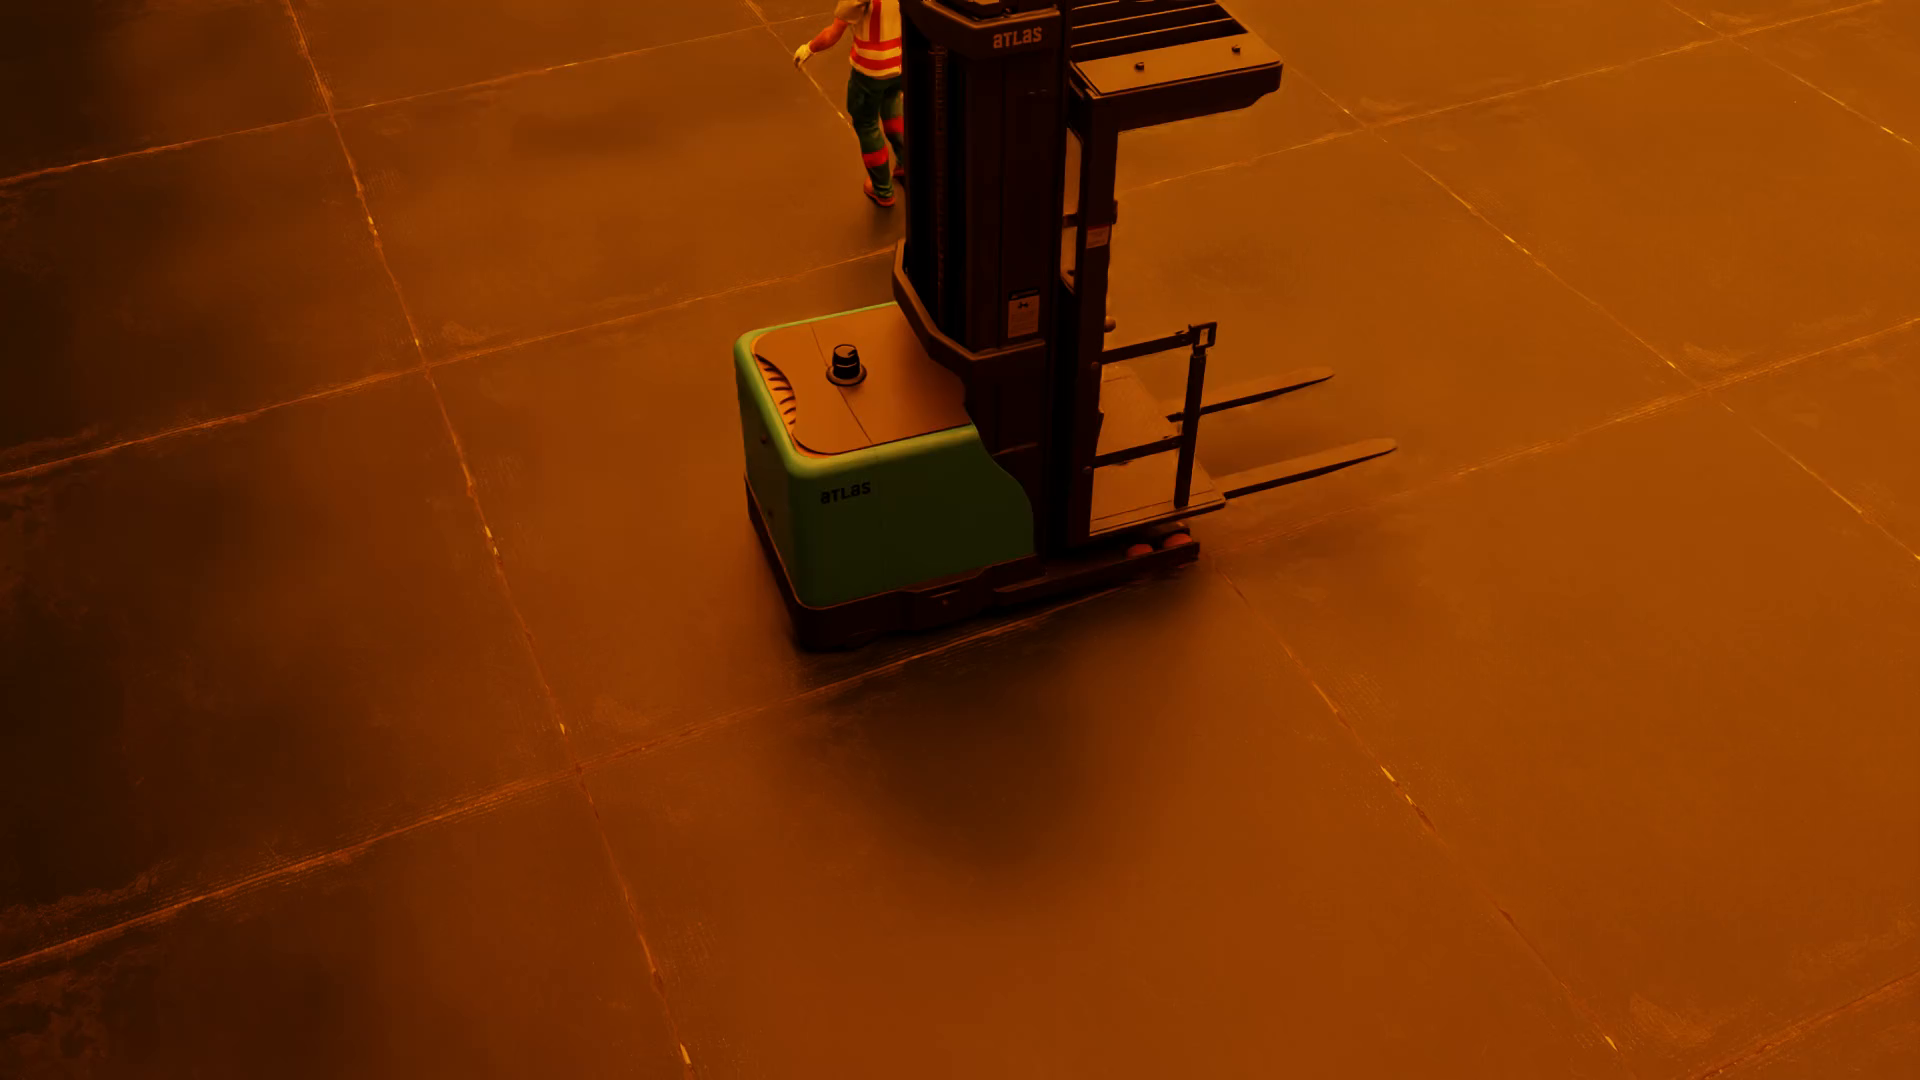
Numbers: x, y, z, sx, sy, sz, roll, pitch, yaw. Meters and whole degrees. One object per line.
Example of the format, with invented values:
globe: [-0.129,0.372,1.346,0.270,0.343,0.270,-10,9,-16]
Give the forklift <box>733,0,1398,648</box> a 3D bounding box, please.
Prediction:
forklift: [0.572,-1.219,6.986,3.031,2.935,1.130,-14,45,-15]

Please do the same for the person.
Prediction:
person: [-0.491,-2.731,9.485,0.898,1.786,0.483,-24,48,-24]
